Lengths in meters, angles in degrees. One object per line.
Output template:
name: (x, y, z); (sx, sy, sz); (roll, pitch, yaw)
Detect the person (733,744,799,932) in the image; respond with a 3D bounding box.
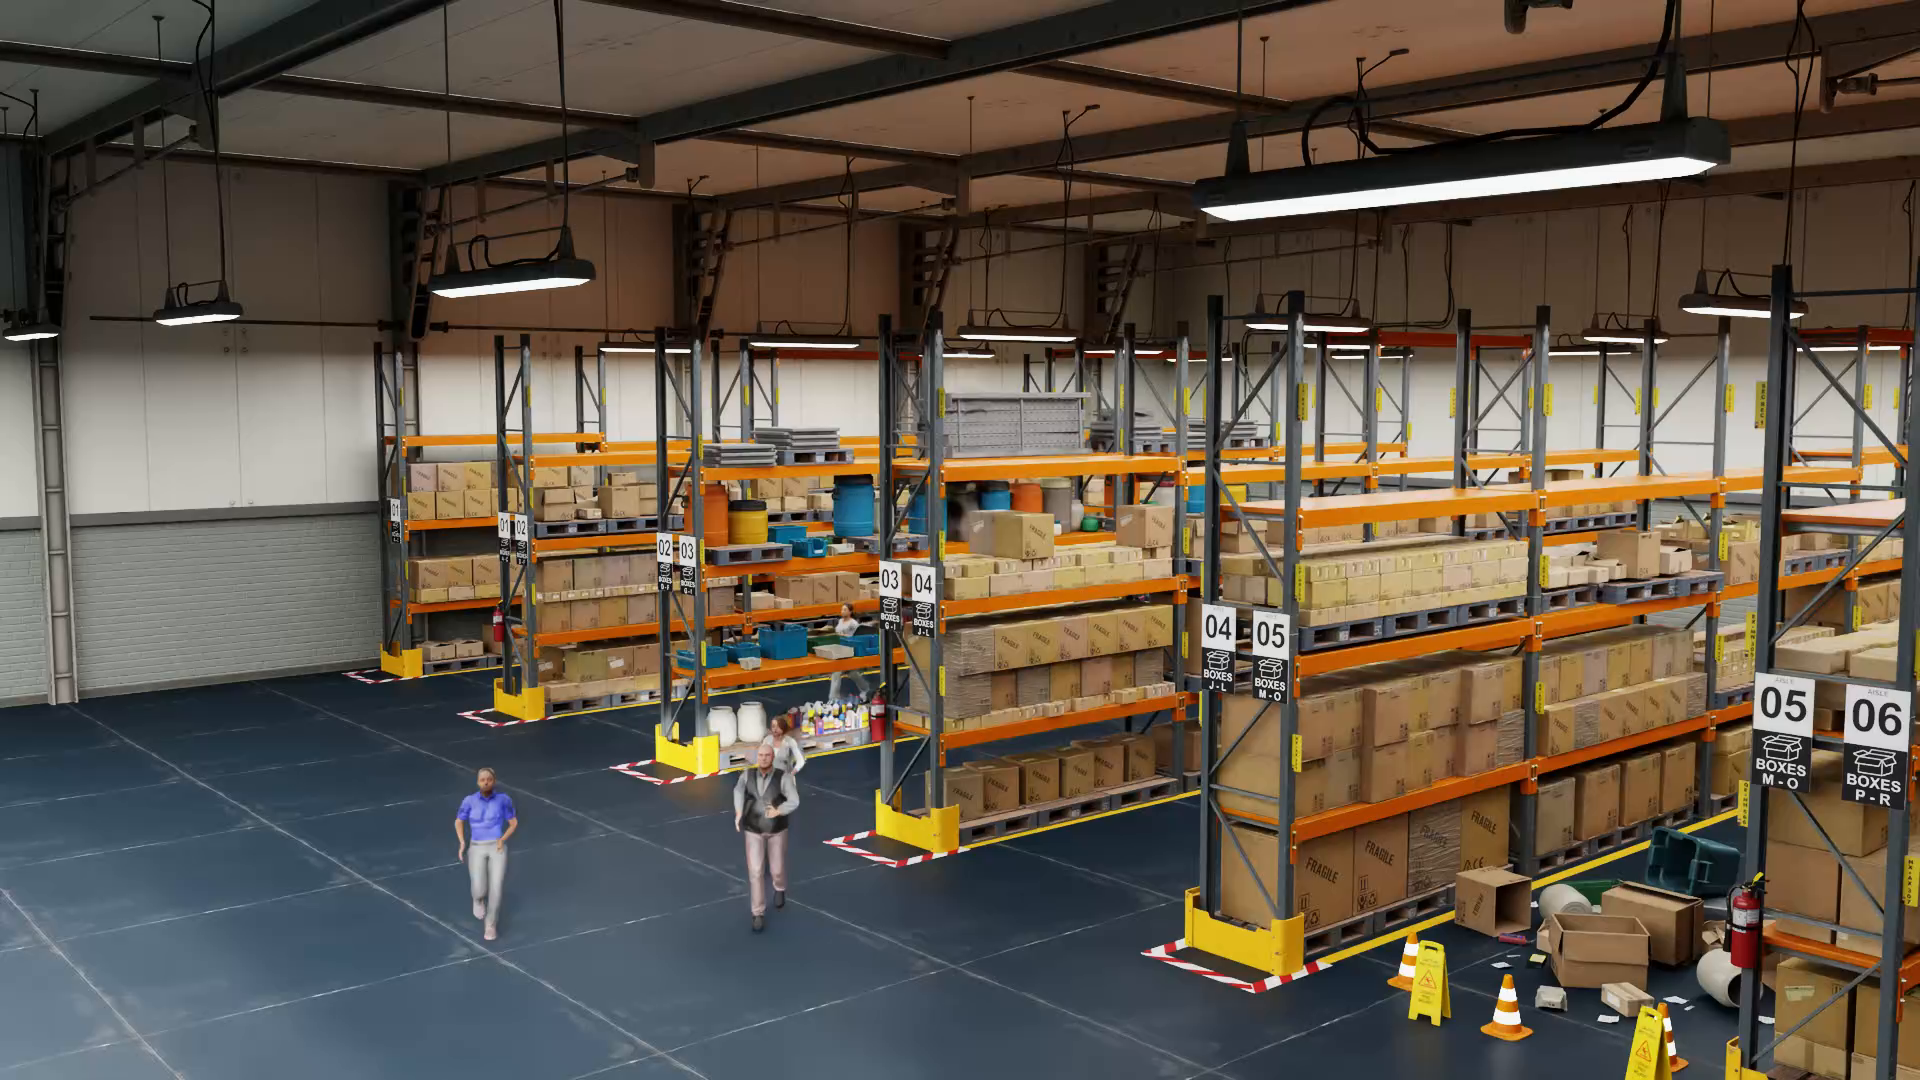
person: (-1.881, 2.825, 16.103); (0.664, 1.720, 0.897); (0, 5, 0)

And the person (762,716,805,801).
person: (-2.004, 2.716, 18.414); (0.562, 1.555, 0.545); (1, 5, 10)

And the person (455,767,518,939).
person: (-4.462, 2.946, 15.696); (0.575, 1.615, 0.560); (-2, 5, -16)

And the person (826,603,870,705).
person: (-1.848, 1.843, 27.095); (0.564, 1.646, 0.969); (4, 6, 36)
